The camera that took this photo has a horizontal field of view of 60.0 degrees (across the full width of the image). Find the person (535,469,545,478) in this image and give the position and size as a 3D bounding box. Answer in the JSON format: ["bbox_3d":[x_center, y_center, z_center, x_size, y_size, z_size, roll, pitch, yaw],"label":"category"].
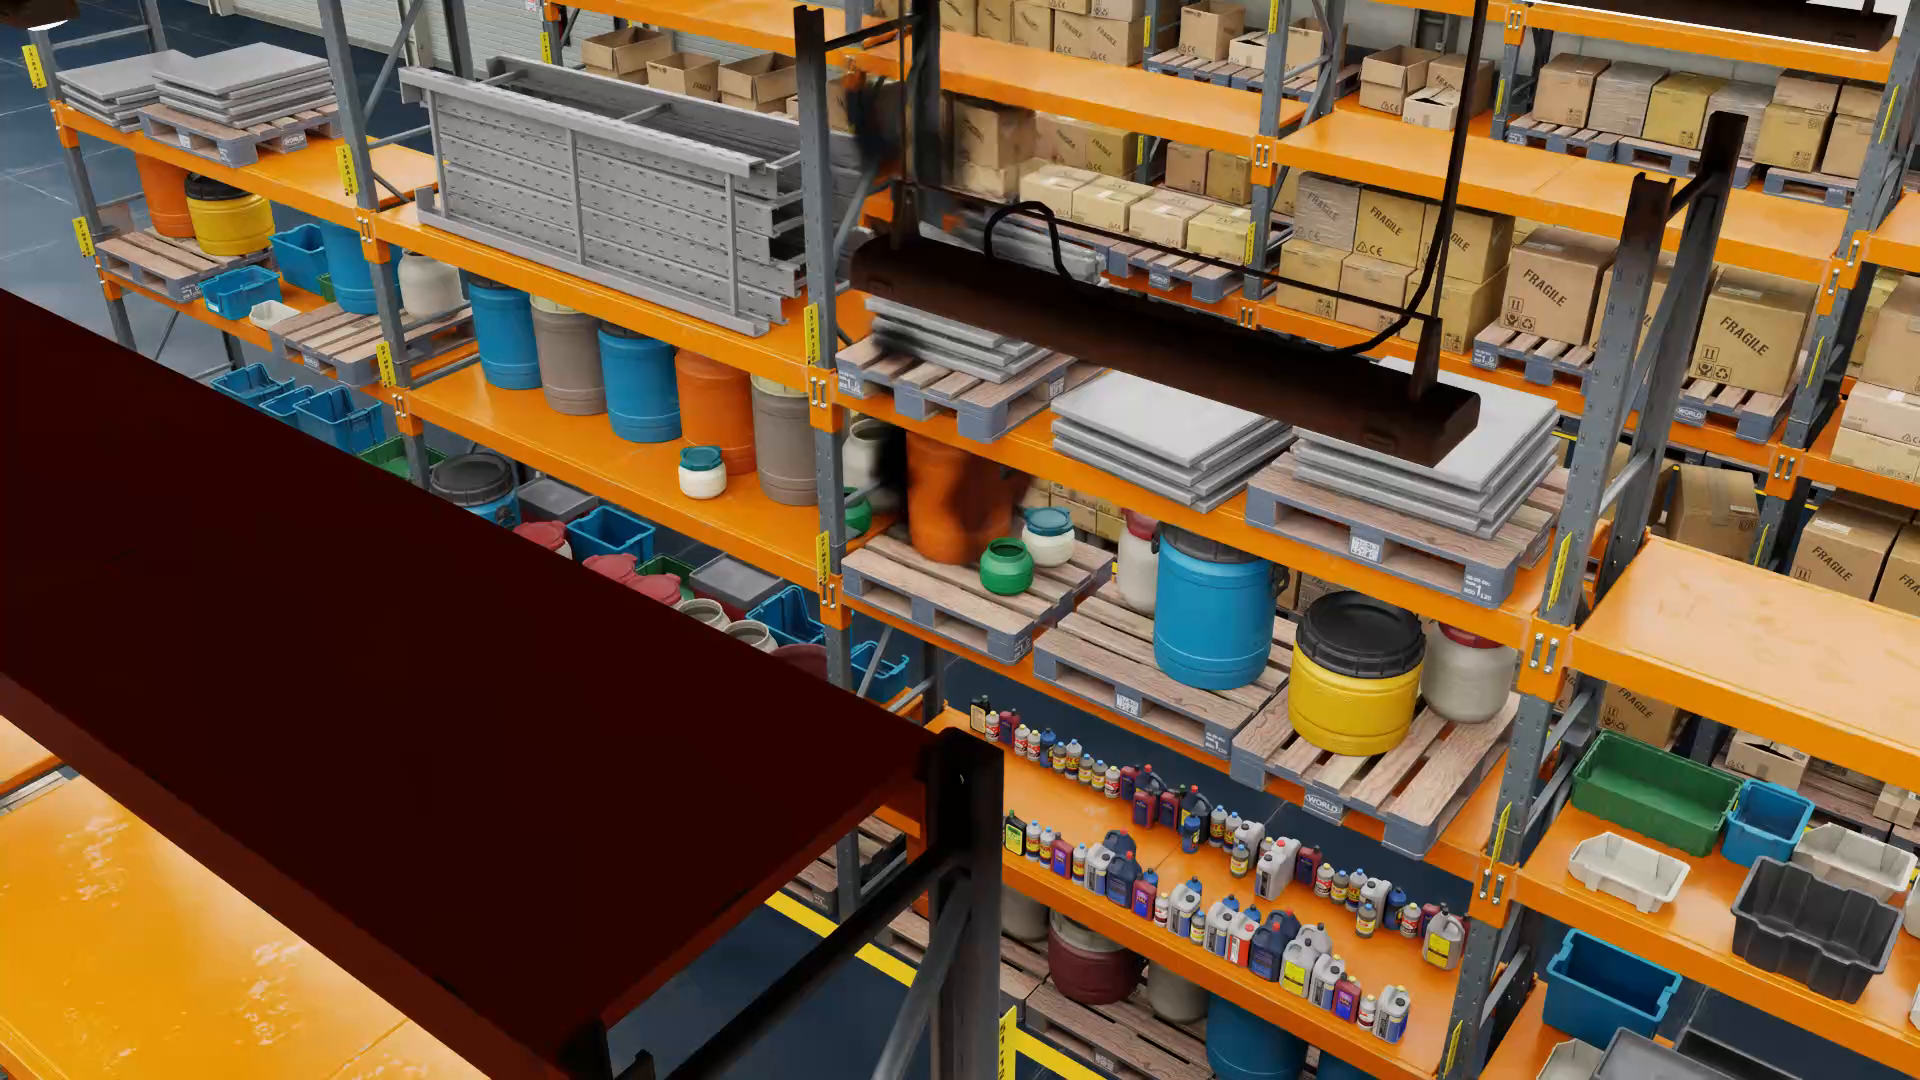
[{"bbox_3d":[-3.893,-1.001,15.247,0.618,1.733,0.658,13,34,20],"label":"person"}]
